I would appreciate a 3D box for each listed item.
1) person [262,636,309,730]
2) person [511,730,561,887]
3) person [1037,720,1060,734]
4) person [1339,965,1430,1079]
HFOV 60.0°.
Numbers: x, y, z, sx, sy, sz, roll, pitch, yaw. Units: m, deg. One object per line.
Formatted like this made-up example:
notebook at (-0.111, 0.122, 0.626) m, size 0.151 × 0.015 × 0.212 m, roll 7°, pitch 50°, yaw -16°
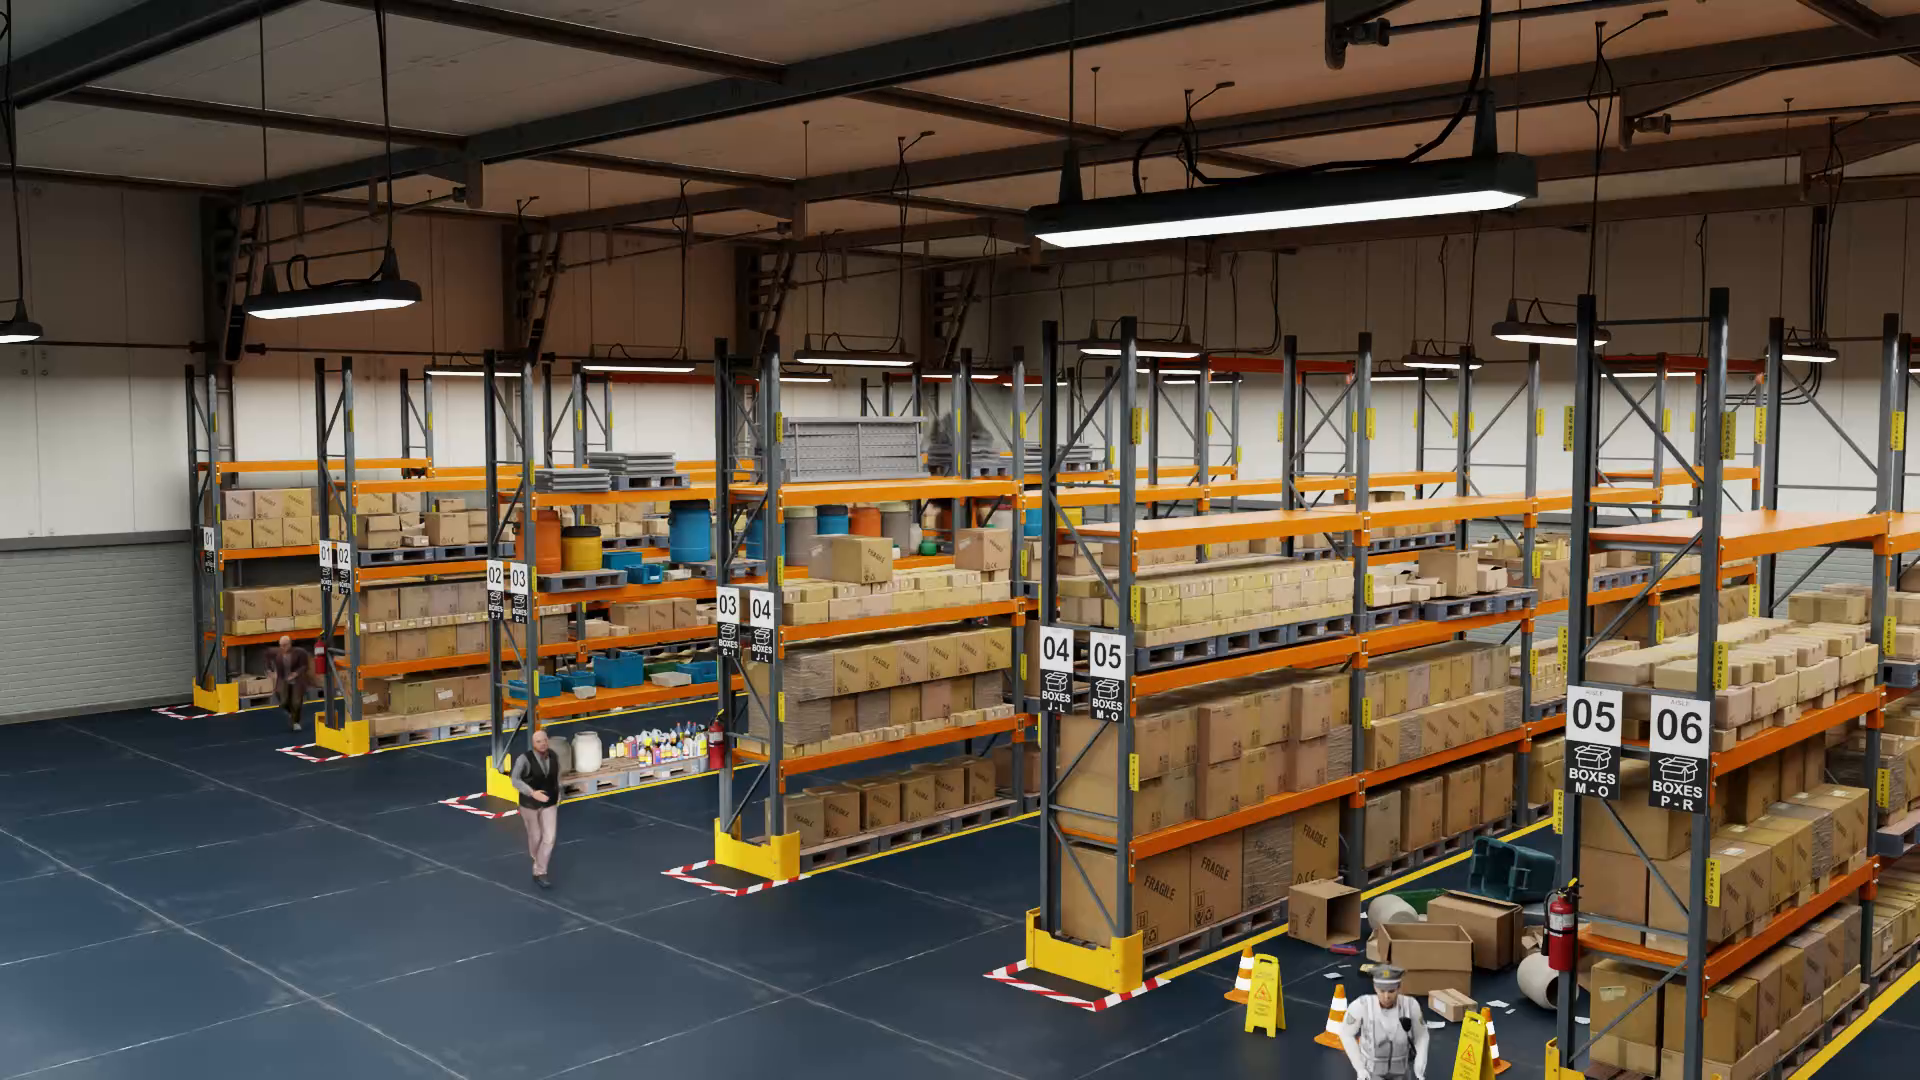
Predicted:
person at (-10.885, 2.315, 26.861) m, size 0.739 × 1.597 × 0.876 m, roll -1°, pitch 4°, yaw -12°
person at (-4.668, 2.912, 18.310) m, size 0.616 × 1.695 × 0.808 m, roll -2°, pitch 5°, yaw -28°
person at (1.401, 2.439, 24.836) m, size 0.449 × 1.652 × 0.532 m, roll -1°, pitch 5°, yaw -14°
person at (2.822, 3.524, 11.134) m, size 0.621 × 1.589 × 0.807 m, roll 0°, pitch 4°, yaw -5°
